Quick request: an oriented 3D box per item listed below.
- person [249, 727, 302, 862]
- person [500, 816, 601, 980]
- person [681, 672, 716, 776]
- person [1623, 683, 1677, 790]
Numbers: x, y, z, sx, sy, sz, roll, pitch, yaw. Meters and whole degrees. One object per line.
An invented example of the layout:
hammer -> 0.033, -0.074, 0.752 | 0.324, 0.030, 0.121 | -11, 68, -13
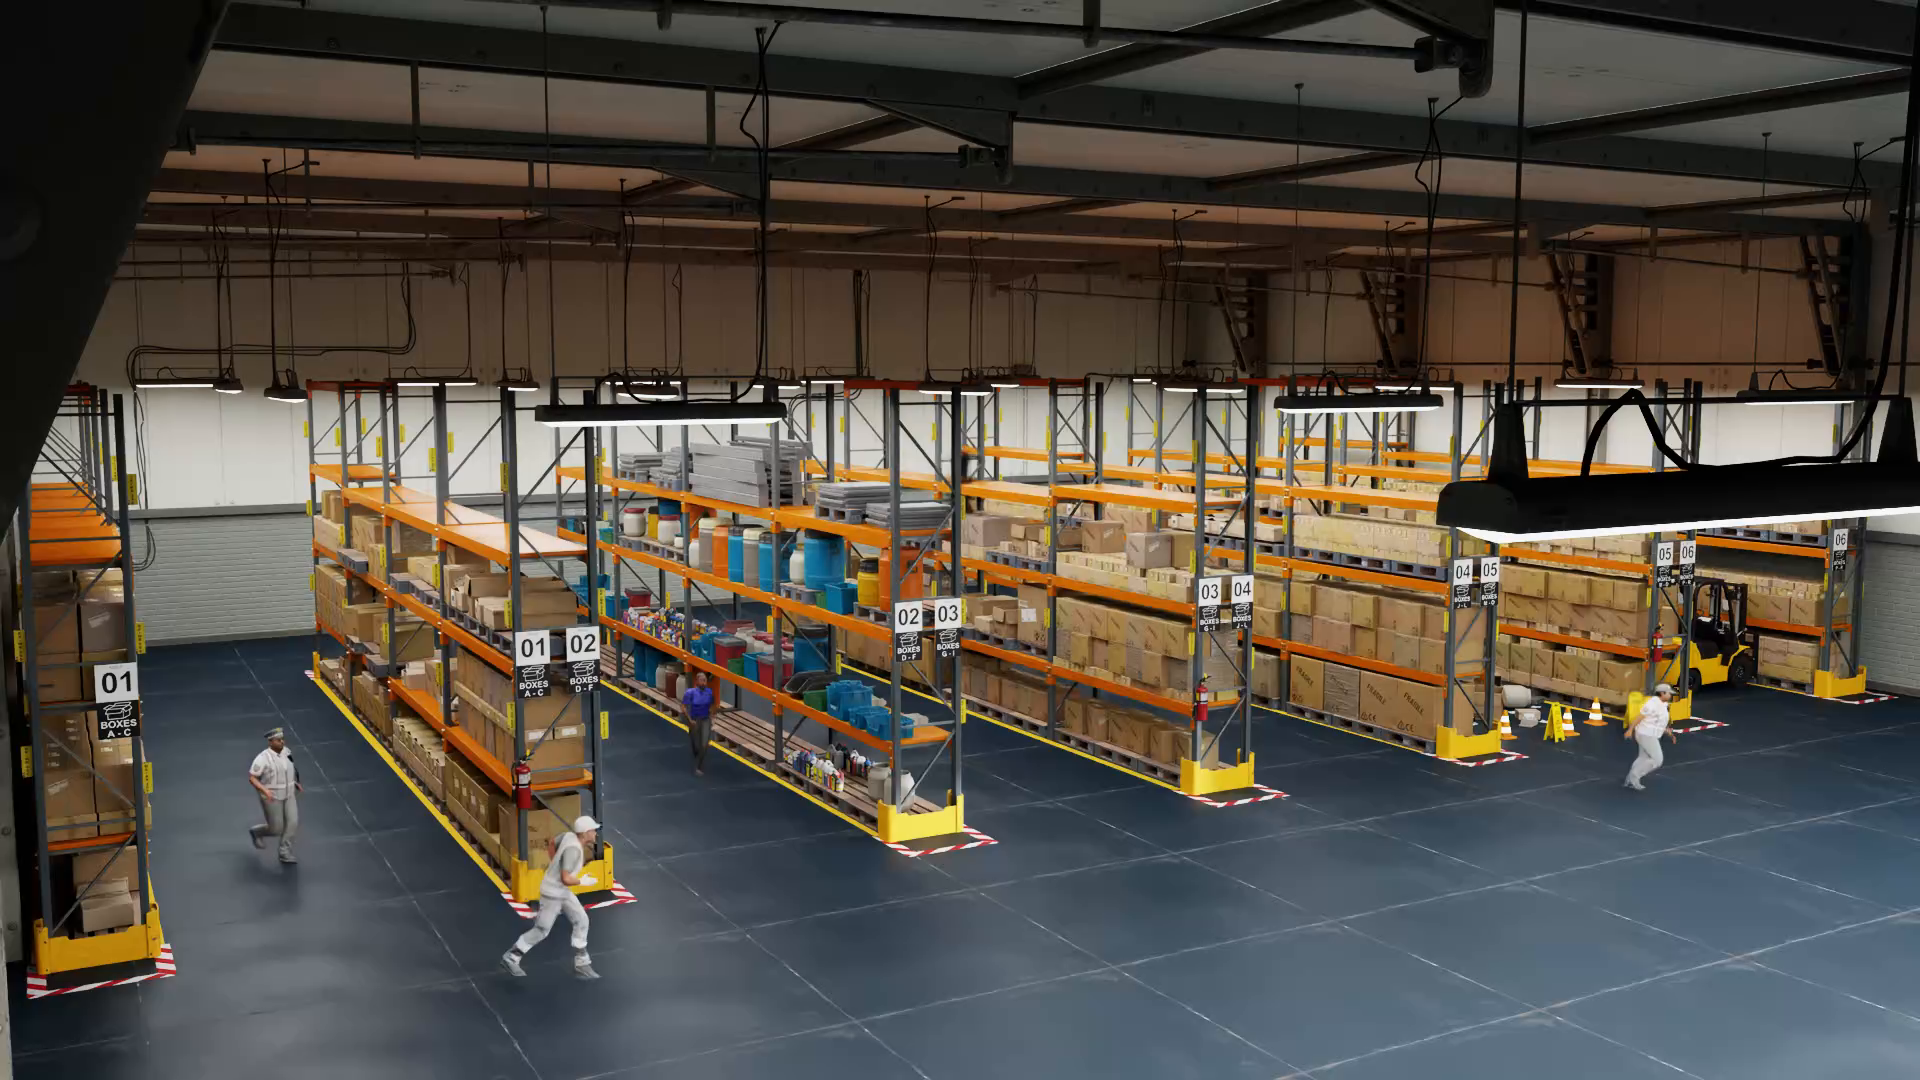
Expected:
person -> -8.734, 3.227, 21.173 | 0.715, 1.735, 0.670 | 3, 7, 30
person -> -4.198, 3.698, 17.055 | 1.043, 1.733, 0.695 | -1, 6, -10
person -> -4.043, 2.819, 25.700 | 0.564, 1.608, 0.558 | -2, 6, -21
person -> 10.234, 2.917, 24.660 | 0.655, 1.608, 0.621 | 4, 8, 36
